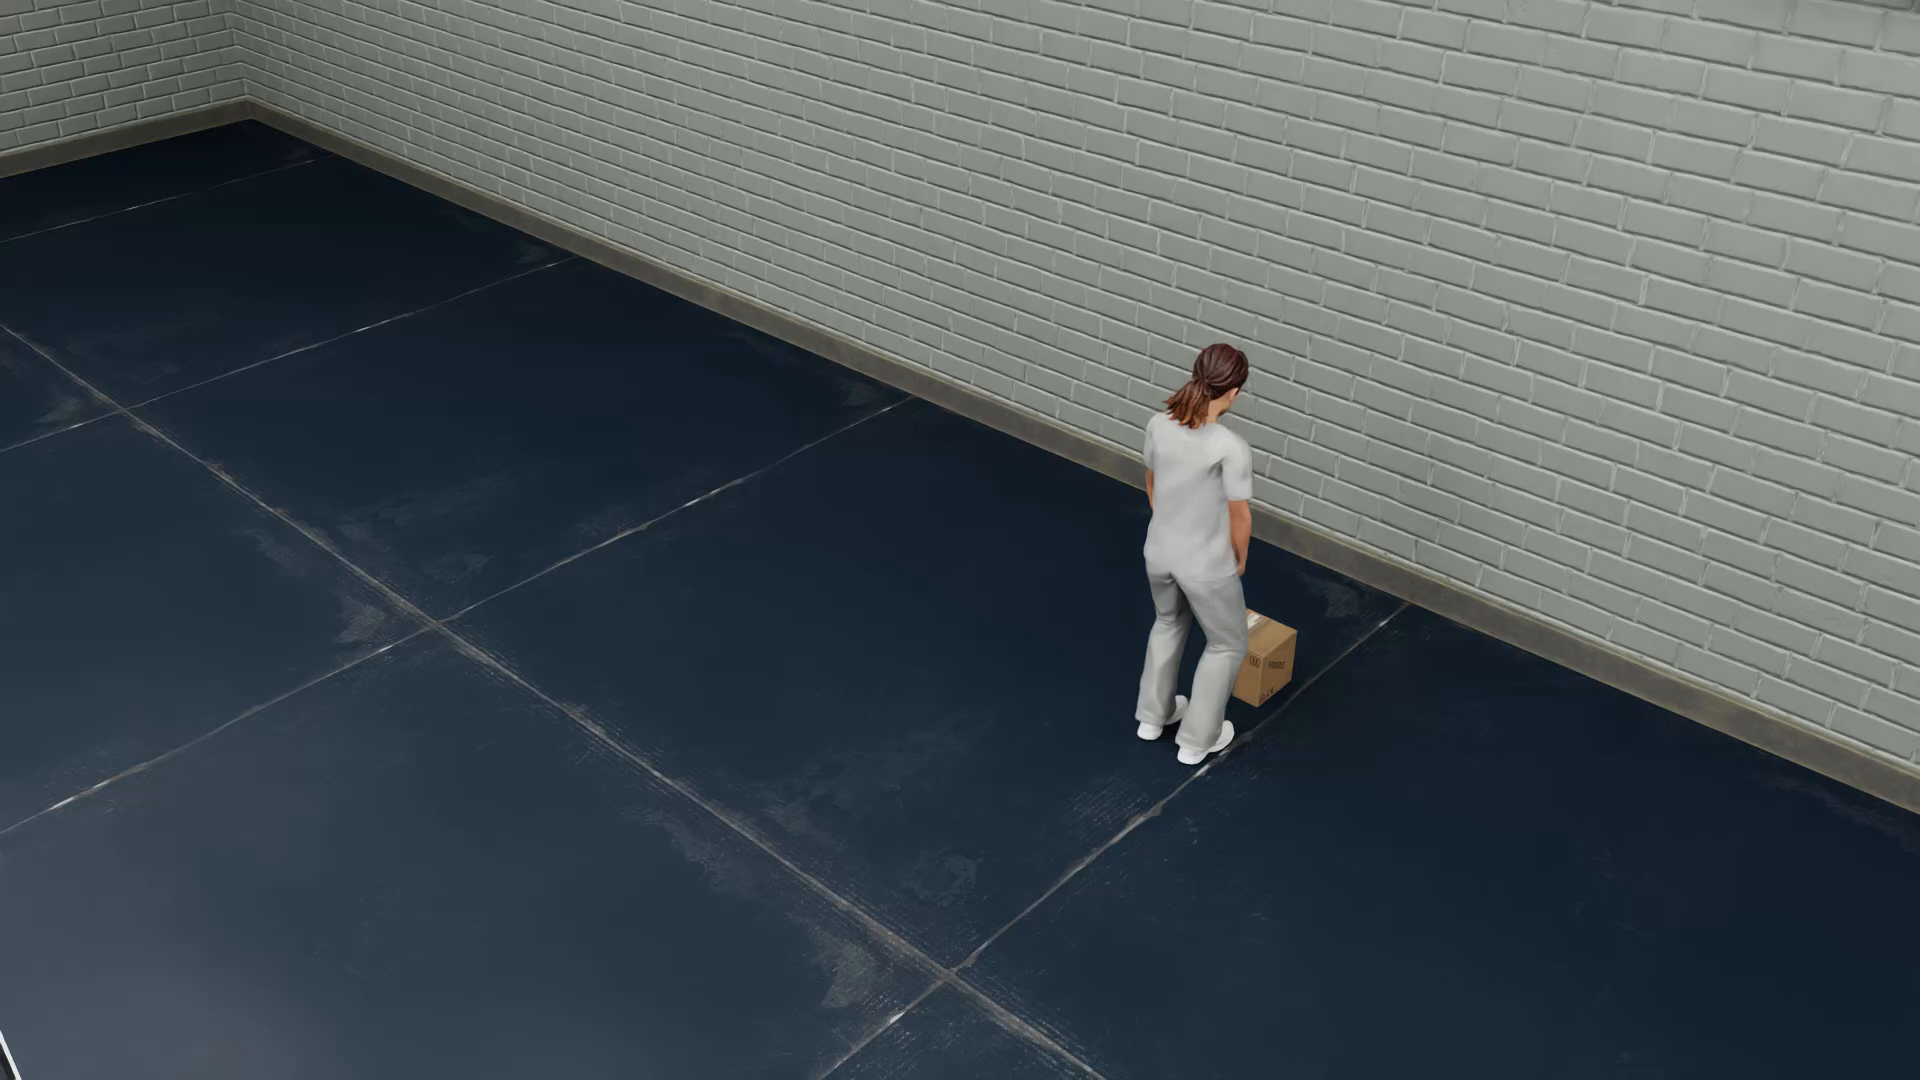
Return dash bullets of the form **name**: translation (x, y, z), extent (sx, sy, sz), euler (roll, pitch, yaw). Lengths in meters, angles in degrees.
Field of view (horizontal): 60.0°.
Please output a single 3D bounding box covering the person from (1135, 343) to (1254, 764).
- **person**: translation (0.852, 0.059, 6.086), extent (0.458, 1.638, 0.370), euler (26, 40, 36)
